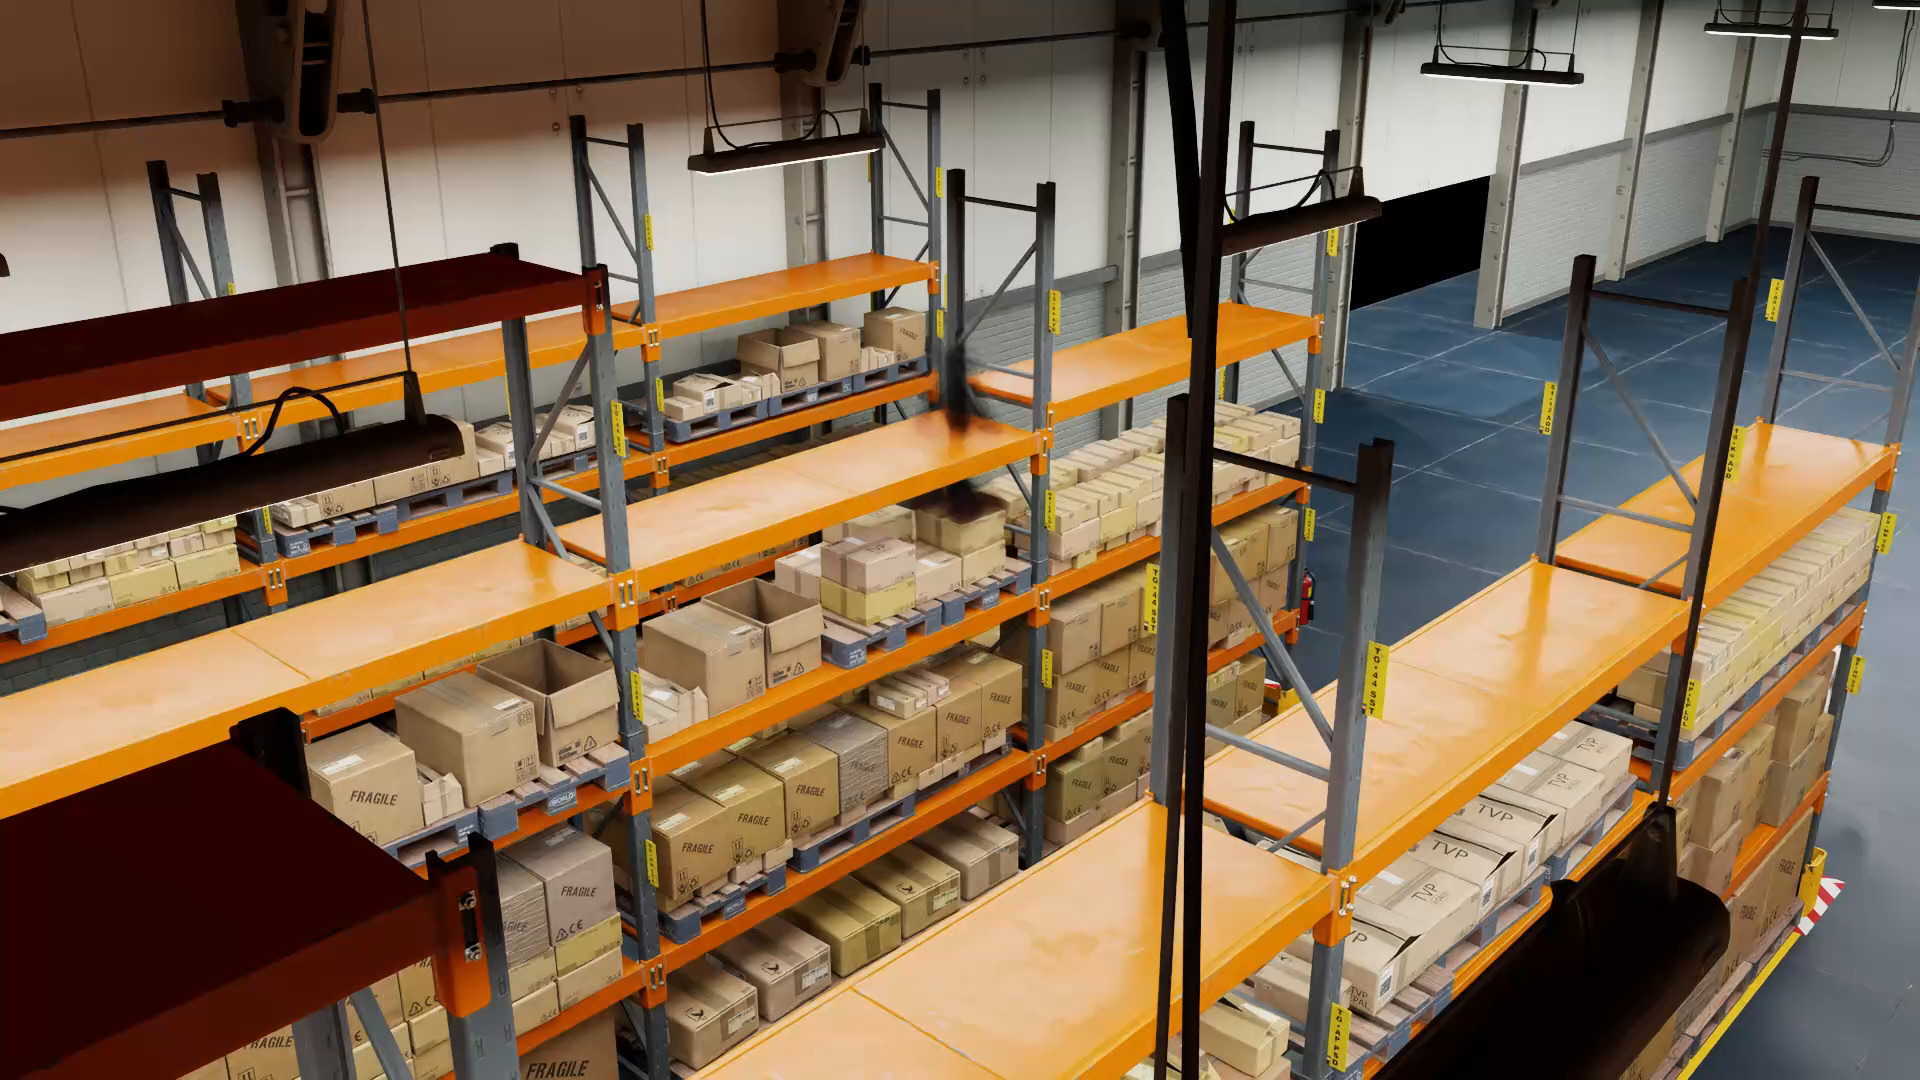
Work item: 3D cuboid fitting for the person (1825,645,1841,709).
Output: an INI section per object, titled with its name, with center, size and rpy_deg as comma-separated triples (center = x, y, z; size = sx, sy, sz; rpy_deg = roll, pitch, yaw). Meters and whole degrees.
[person]
center = 7.960, 1.521, 15.707
size = 0.672, 1.749, 0.640
rpy_deg = -2, 21, -4
